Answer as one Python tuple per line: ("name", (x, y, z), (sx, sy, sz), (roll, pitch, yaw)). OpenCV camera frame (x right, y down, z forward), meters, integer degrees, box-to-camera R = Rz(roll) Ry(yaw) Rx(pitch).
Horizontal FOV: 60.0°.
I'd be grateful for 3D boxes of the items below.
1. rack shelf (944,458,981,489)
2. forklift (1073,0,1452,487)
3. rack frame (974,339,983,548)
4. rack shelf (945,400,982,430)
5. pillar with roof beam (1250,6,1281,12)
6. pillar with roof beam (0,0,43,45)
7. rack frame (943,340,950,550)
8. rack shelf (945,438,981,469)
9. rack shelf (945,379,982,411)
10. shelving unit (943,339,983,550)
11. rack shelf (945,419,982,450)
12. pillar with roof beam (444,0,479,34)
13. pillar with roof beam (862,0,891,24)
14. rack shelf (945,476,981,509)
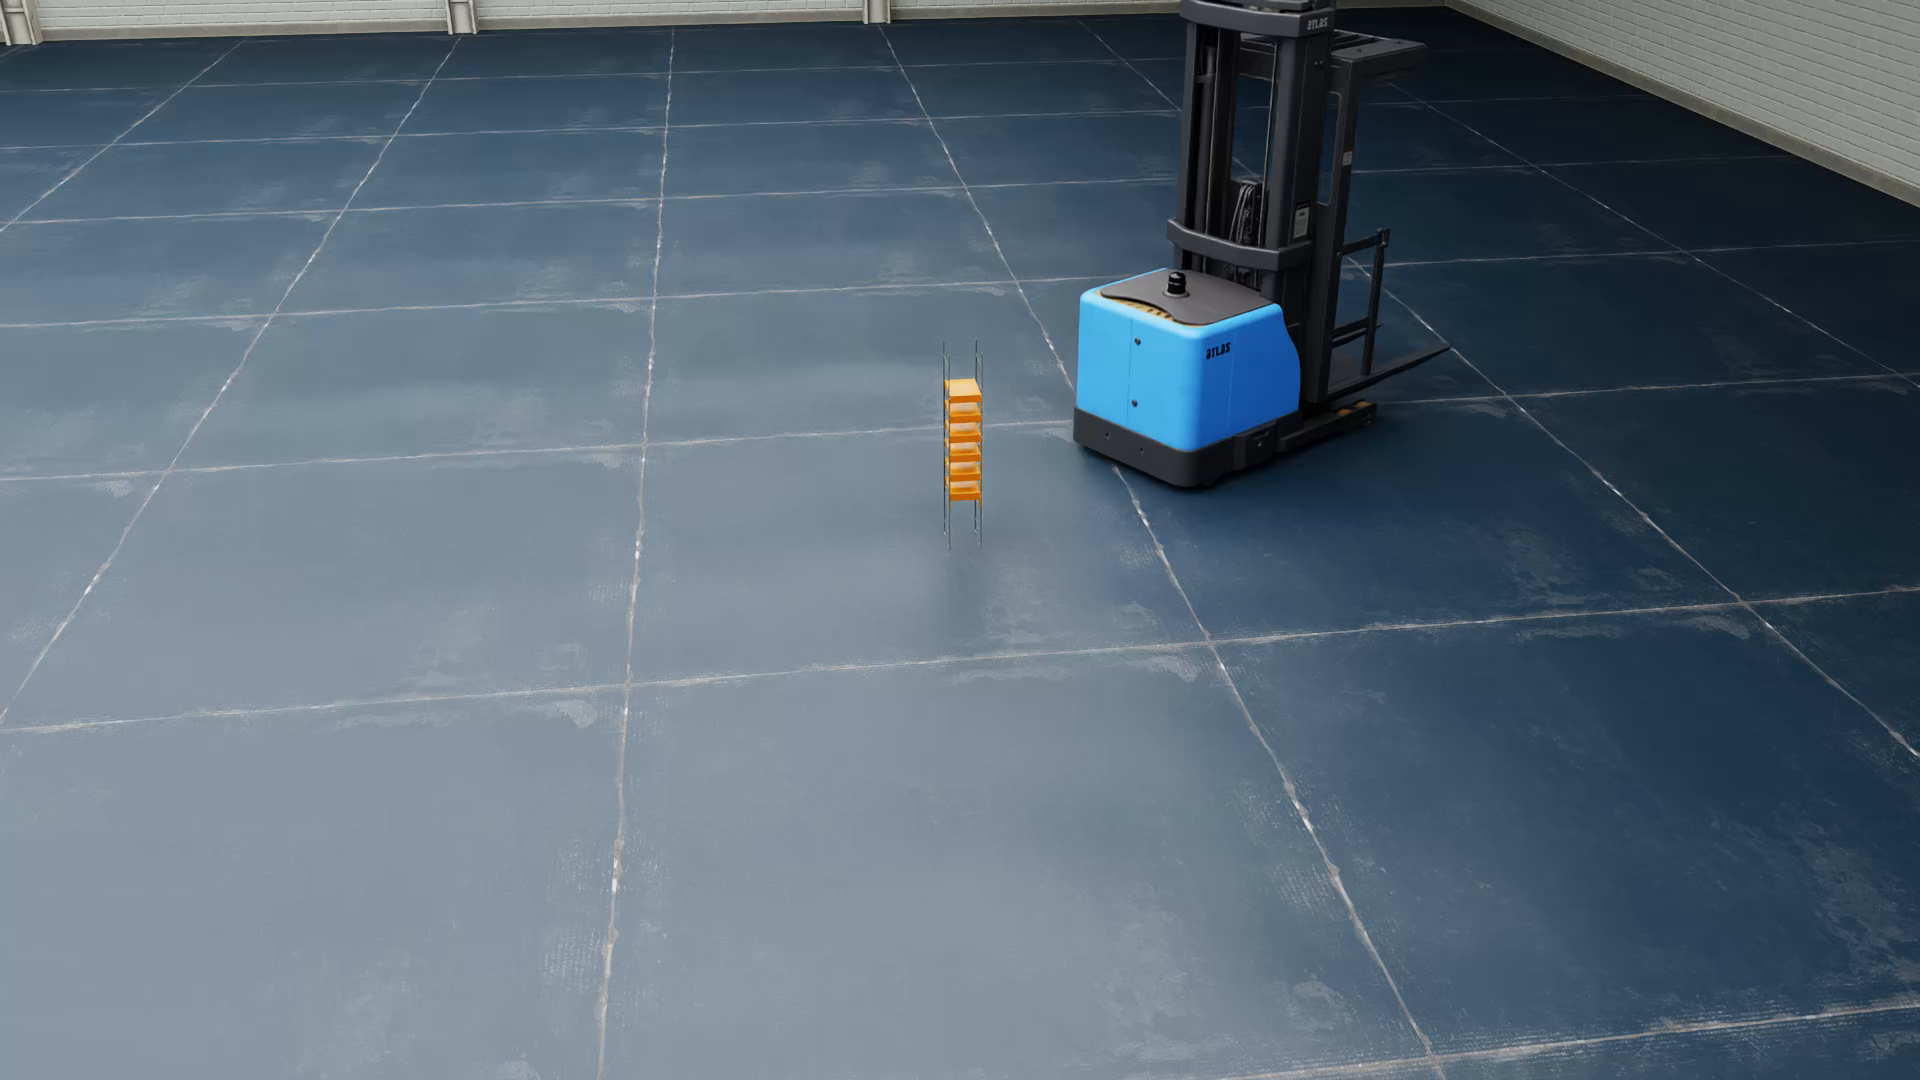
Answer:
("rack shelf", (0.014, -0.388, 9.553), (0.180, 0.103, 0.258), (-4, 27, -7))
("forklift", (2.187, -2.177, 10.783), (3.031, 2.935, 1.130), (-21, 34, -35))
("rack frame", (0.105, -0.541, 9.489), (0.006, 1.200, 0.240), (-4, 27, -7))
("rack shelf", (0.014, -0.709, 9.389), (0.180, 0.103, 0.258), (-4, 27, -7))
("pillar with roof beam", (5.294, -10.186, 19.745), (0.400, 9.000, 9.100), (-4, 27, -7))
("pillar with roof beam", (-12.530, -9.041, 17.514), (0.400, 9.000, 9.100), (-4, 27, -7))
("rack frame", (-0.076, -0.529, 9.467), (0.006, 1.200, 0.240), (-4, 27, -7))
("rack shelf", (0.014, -0.495, 9.498), (0.180, 0.103, 0.258), (-4, 27, -7))
("rack shelf", (0.014, -0.816, 9.334), (0.180, 0.103, 0.258), (-4, 27, -7))
("shelving unit", (0.014, -0.535, 9.478), (0.189, 1.200, 0.258), (-4, 27, -7))
("rack shelf", (0.014, -0.602, 9.443), (0.180, 0.103, 0.258), (-4, 27, -7))
("pillar with roof beam", (-6.589, -9.423, 18.258), (0.400, 9.000, 9.100), (-4, 27, -7))
("pillar with roof beam", (-0.647, -9.805, 19.001), (0.400, 9.000, 9.100), (-4, 27, -7))
("rack shelf", (0.014, -0.282, 9.608), (0.180, 0.103, 0.258), (-4, 27, -7))
